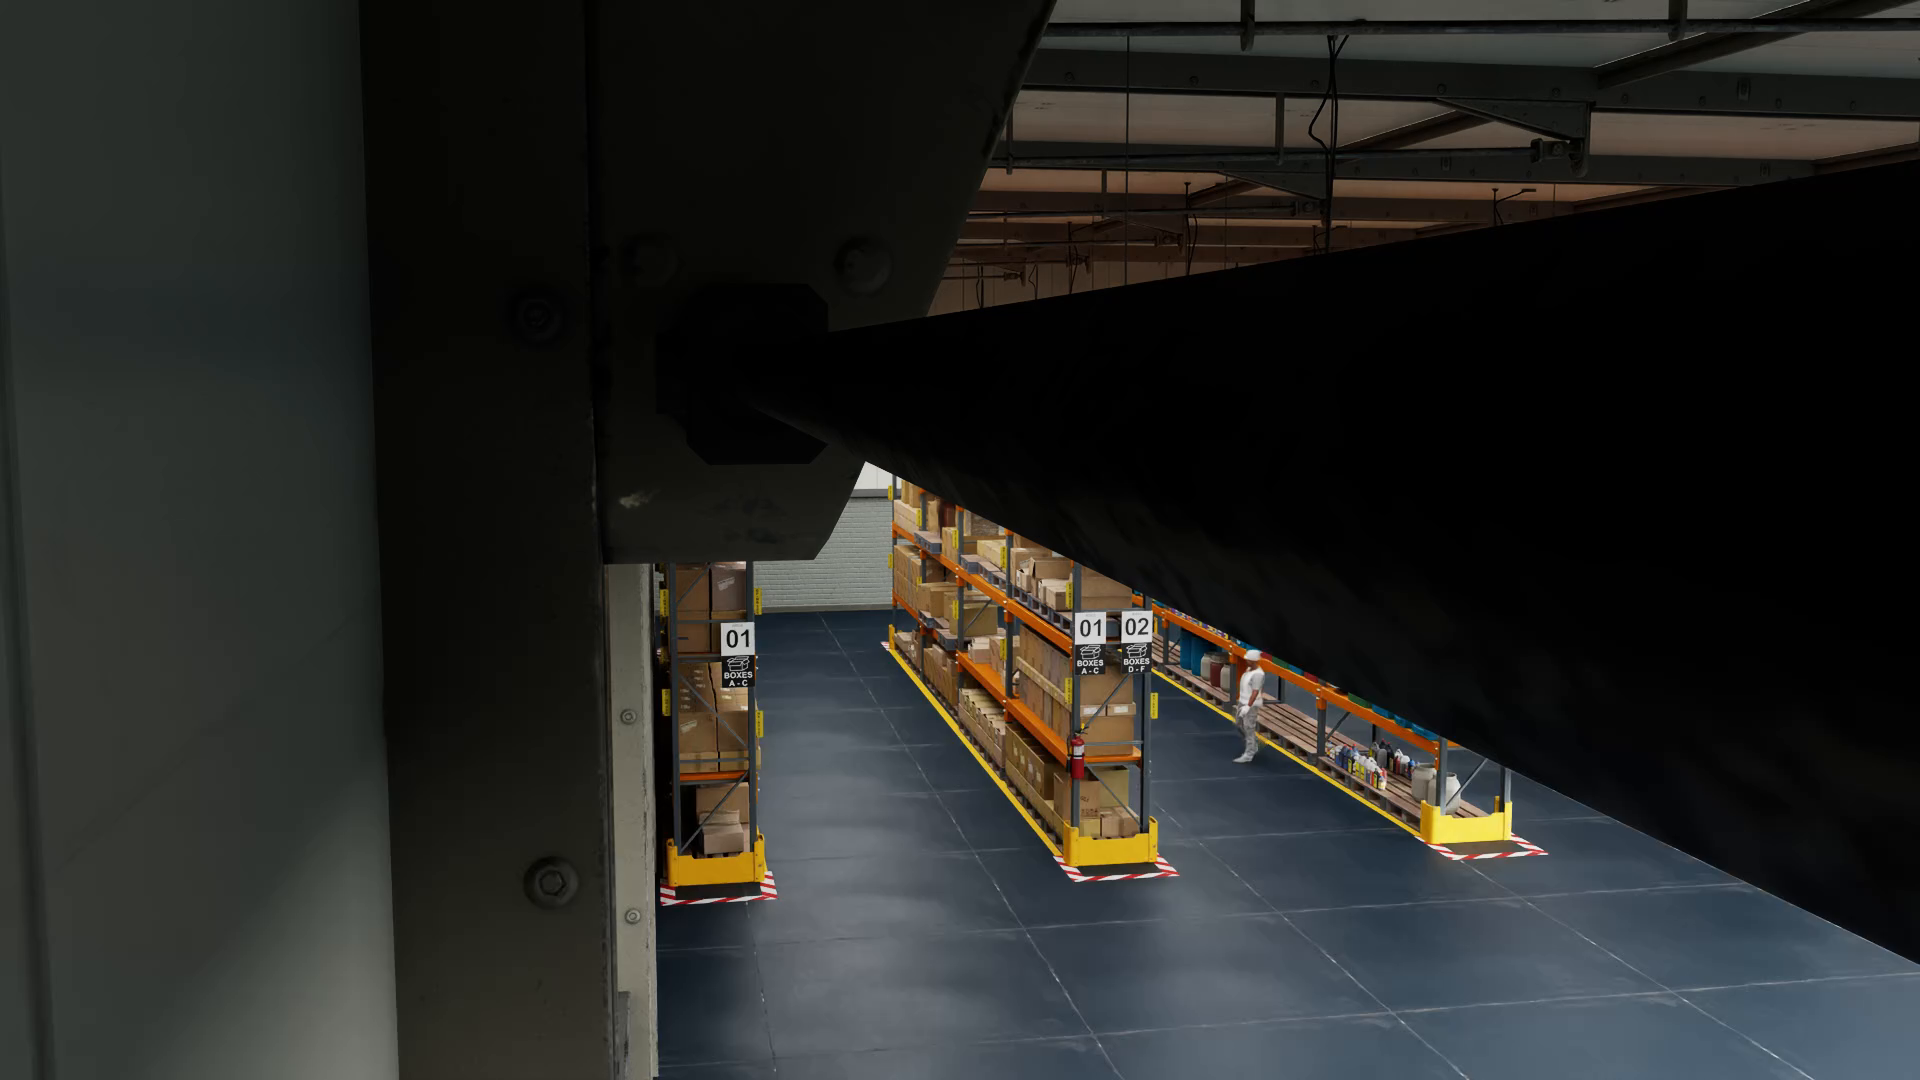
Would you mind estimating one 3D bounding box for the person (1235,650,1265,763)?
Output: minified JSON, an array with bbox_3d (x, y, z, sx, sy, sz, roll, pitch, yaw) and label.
[{"bbox_3d":[4.546,2.621,26.274,0.494,1.814,0.639,-1,6,-10],"label":"person"}]
